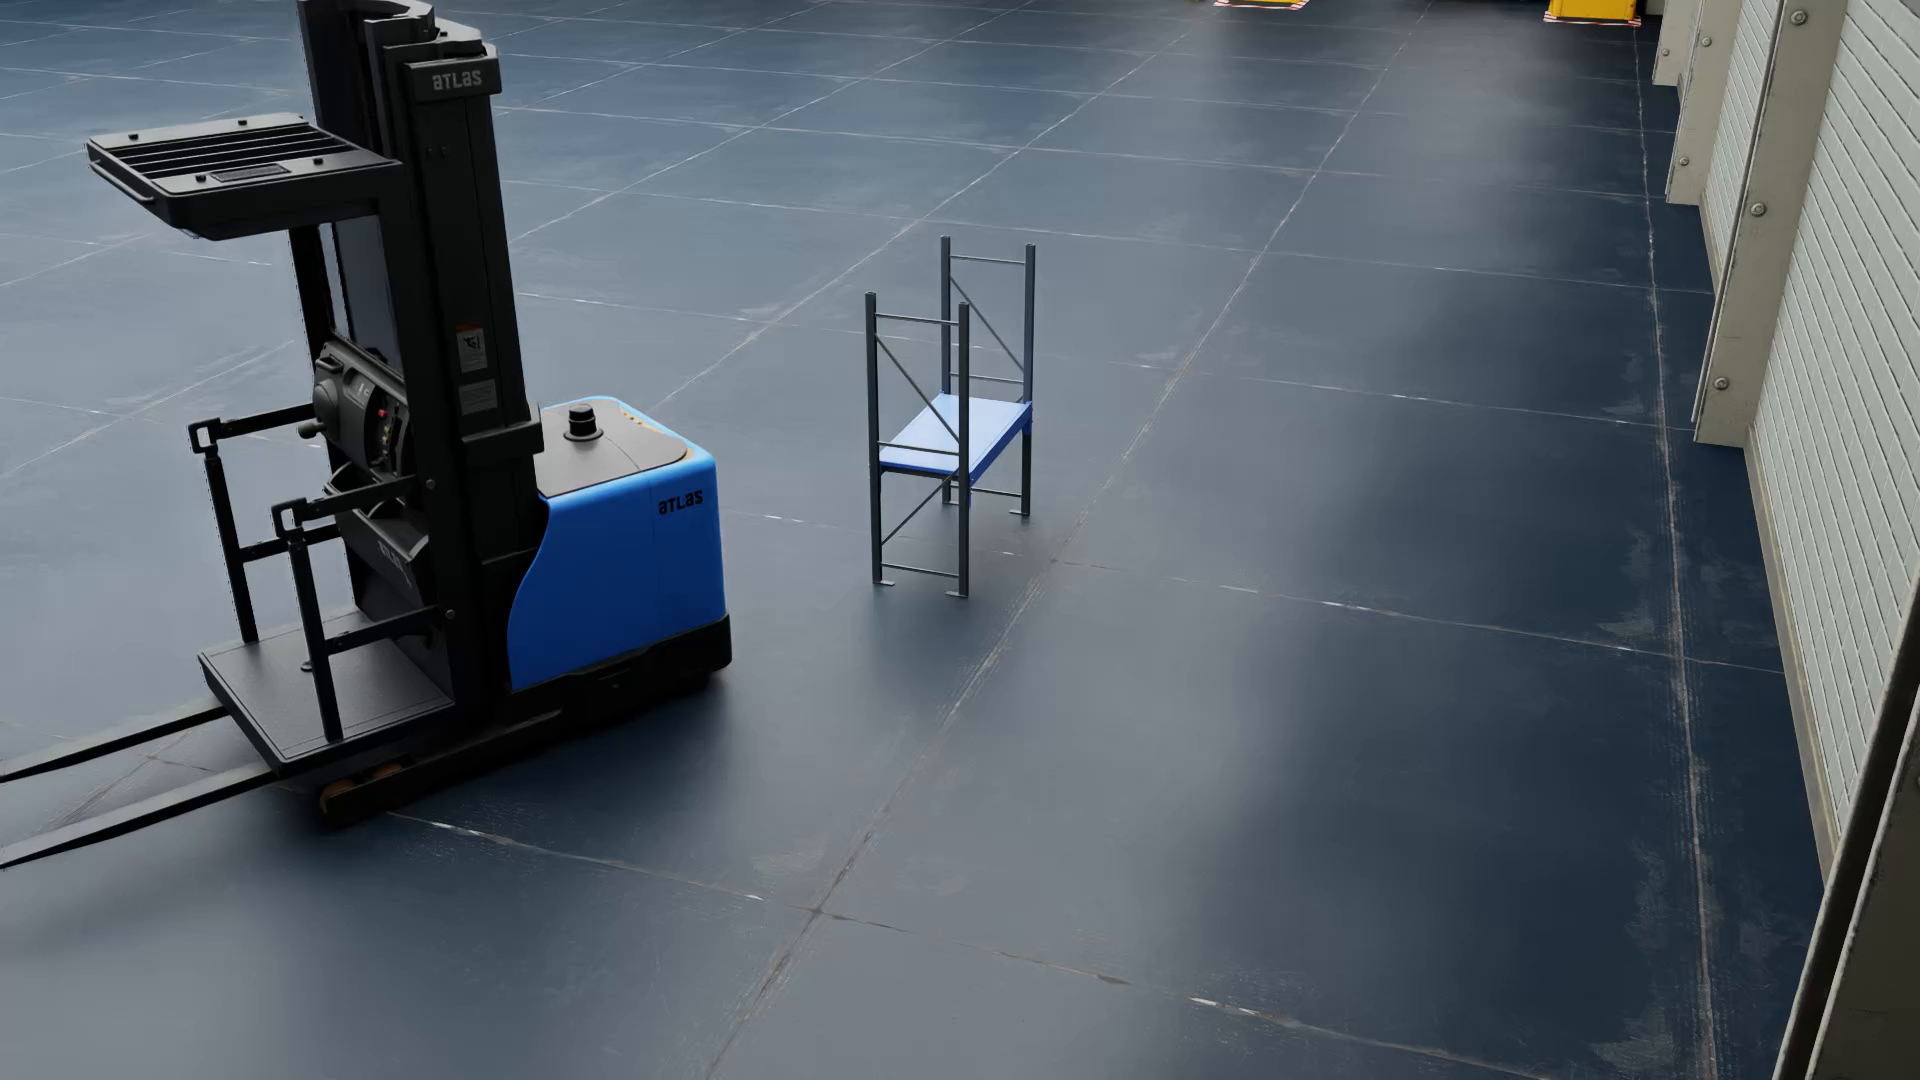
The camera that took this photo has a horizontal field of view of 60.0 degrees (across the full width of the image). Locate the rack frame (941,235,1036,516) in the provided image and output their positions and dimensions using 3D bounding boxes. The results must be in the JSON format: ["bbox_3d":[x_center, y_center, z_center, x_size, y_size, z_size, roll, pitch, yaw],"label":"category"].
[{"bbox_3d":[0.141,-0.849,8.782,0.500,1.500,0.032,9,27,17],"label":"rack frame"}]

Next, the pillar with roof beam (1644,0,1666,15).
[{"bbox_3d":[6.541,-12.719,24.692,9.100,9.000,0.400,9,27,17],"label":"pillar with roof beam"}]

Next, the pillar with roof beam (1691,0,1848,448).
[{"bbox_3d":[0.551,-5.322,9.415,9.100,9.000,0.400,9,27,17],"label":"pillar with roof beam"}]

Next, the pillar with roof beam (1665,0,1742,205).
[{"bbox_3d":[2.548,-7.787,14.507,9.100,9.000,0.400,9,27,17],"label":"pillar with roof beam"}]

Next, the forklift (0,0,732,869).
[{"bbox_3d":[-2.491,-0.475,6.368,3.031,2.935,1.130,-19,32,-34],"label":"forklift"}]

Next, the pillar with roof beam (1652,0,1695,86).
[{"bbox_3d":[4.544,-10.253,19.600,9.100,9.000,0.400,9,27,17],"label":"pillar with roof beam"}]

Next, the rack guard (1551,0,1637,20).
[{"bbox_3d":[9.511,-8.104,24.914,1.175,0.500,0.348,9,27,17],"label":"rack guard"}]

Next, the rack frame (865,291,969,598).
[{"bbox_3d":[-0.198,-0.431,7.919,0.500,1.500,0.032,9,27,17],"label":"rack frame"}]

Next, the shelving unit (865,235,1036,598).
[{"bbox_3d":[-0.028,-0.640,8.351,0.538,1.500,1.048,9,27,17],"label":"shelving unit"}]

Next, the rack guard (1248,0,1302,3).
[{"bbox_3d":[4.862,-8.863,26.482,1.175,0.500,0.348,9,27,17],"label":"rack guard"}]

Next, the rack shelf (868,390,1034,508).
[{"bbox_3d":[-0.028,-0.478,8.429,0.538,0.185,1.000,9,27,17],"label":"rack shelf"}]
